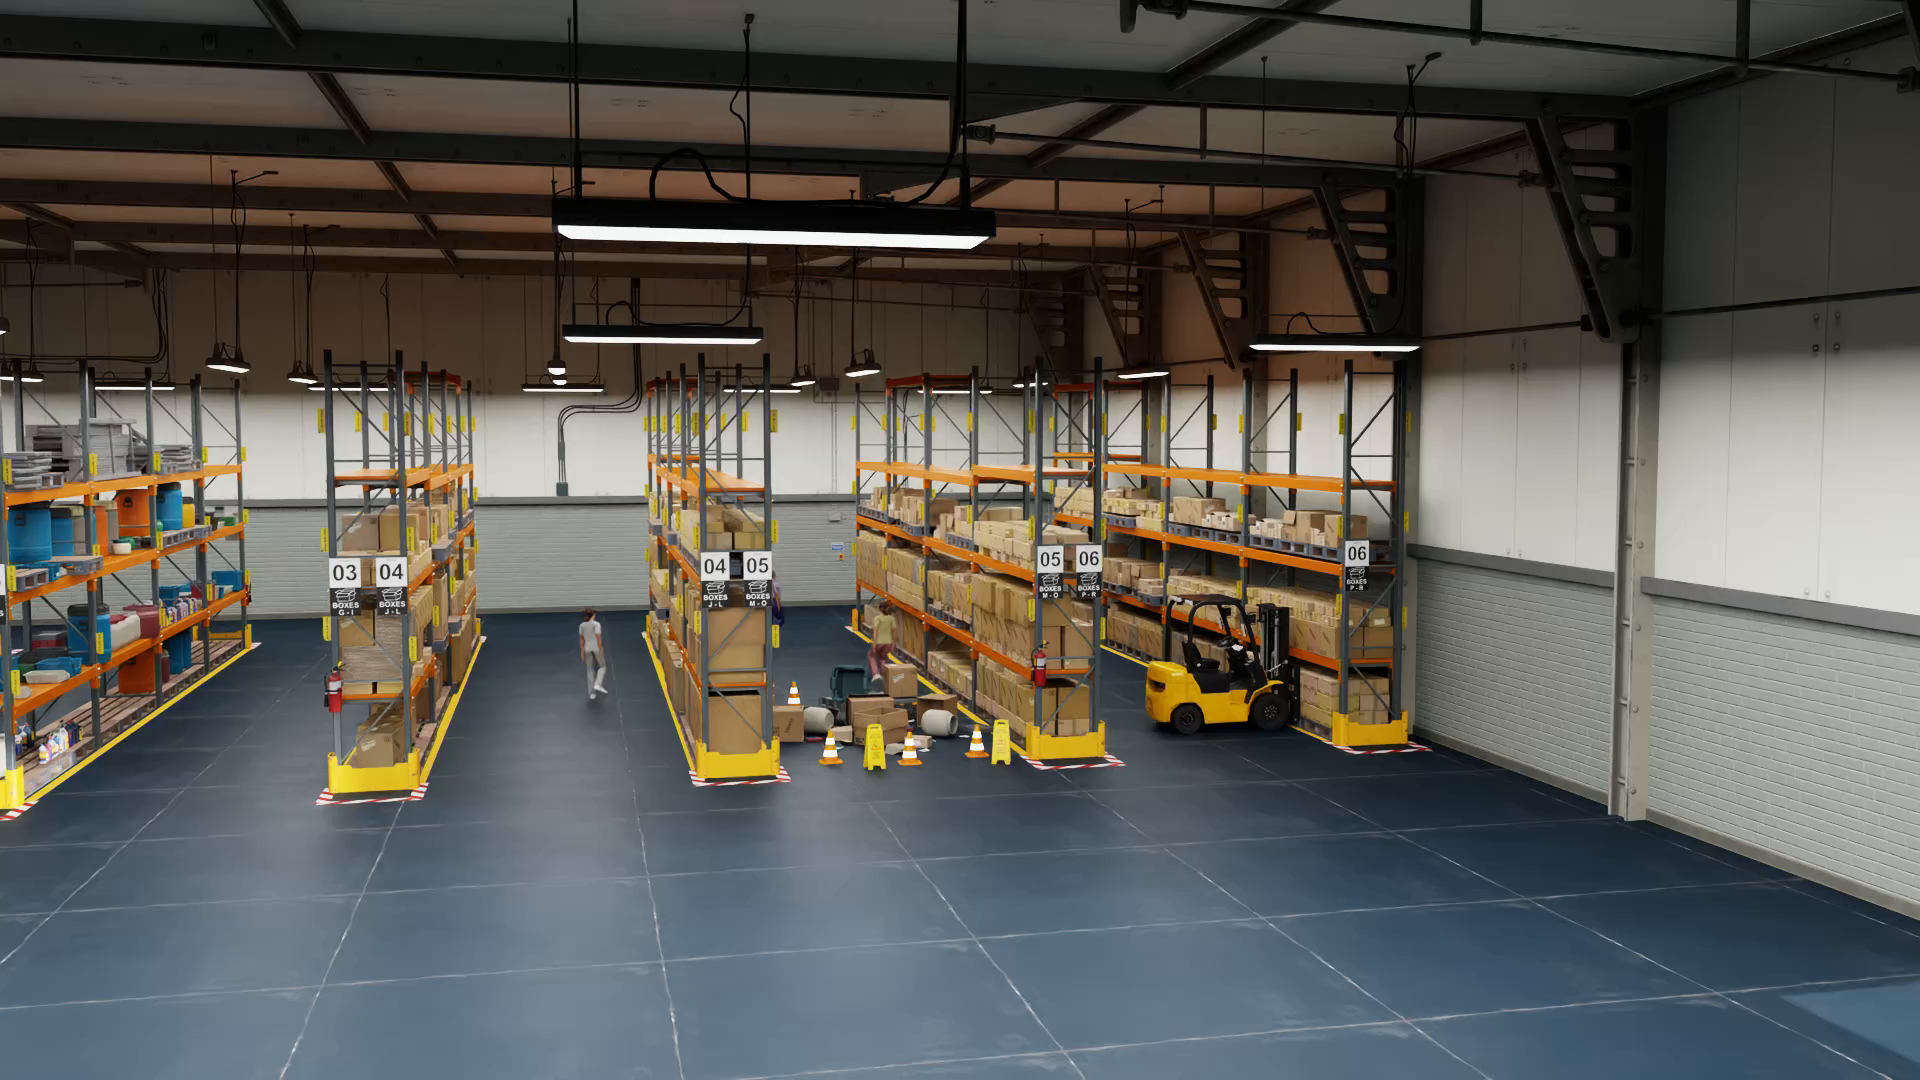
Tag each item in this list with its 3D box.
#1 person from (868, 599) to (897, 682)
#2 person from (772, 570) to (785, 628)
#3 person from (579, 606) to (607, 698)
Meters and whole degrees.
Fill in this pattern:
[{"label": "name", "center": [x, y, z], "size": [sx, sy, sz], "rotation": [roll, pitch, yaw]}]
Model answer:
[{"label": "person", "center": [-1.442, 1.860, 30.776], "size": [0.512, 1.564, 0.556], "rotation": [-1, 4, -18]}, {"label": "person", "center": [-4.345, 1.518, 38.285], "size": [0.521, 1.649, 0.464], "rotation": [4, 5, 41]}, {"label": "person", "center": [-6.716, 2.047, 30.407], "size": [0.495, 1.659, 0.457], "rotation": [0, 4, -5]}]
